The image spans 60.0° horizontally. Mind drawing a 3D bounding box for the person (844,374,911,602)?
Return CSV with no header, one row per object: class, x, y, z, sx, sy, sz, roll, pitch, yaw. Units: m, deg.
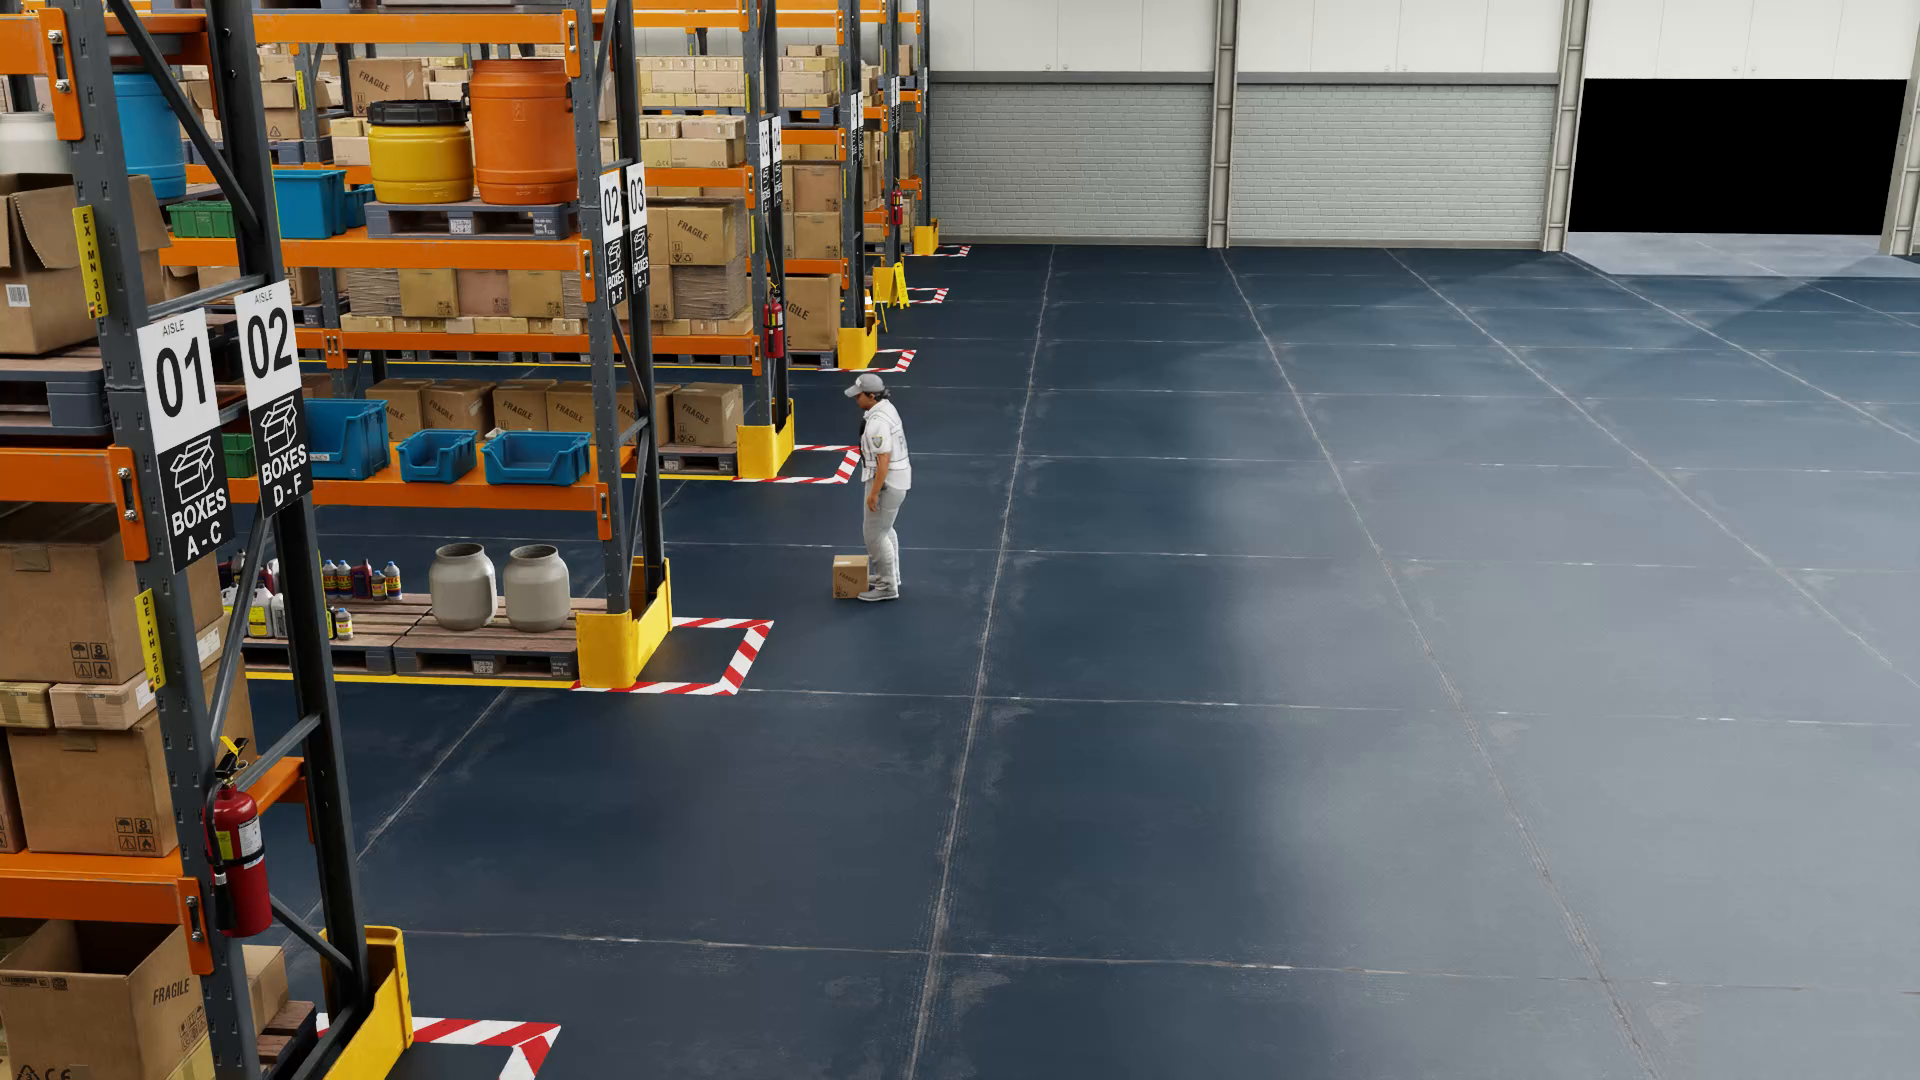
person,-0.591,-0.398,12.092,0.467,1.667,0.559,1,18,2
